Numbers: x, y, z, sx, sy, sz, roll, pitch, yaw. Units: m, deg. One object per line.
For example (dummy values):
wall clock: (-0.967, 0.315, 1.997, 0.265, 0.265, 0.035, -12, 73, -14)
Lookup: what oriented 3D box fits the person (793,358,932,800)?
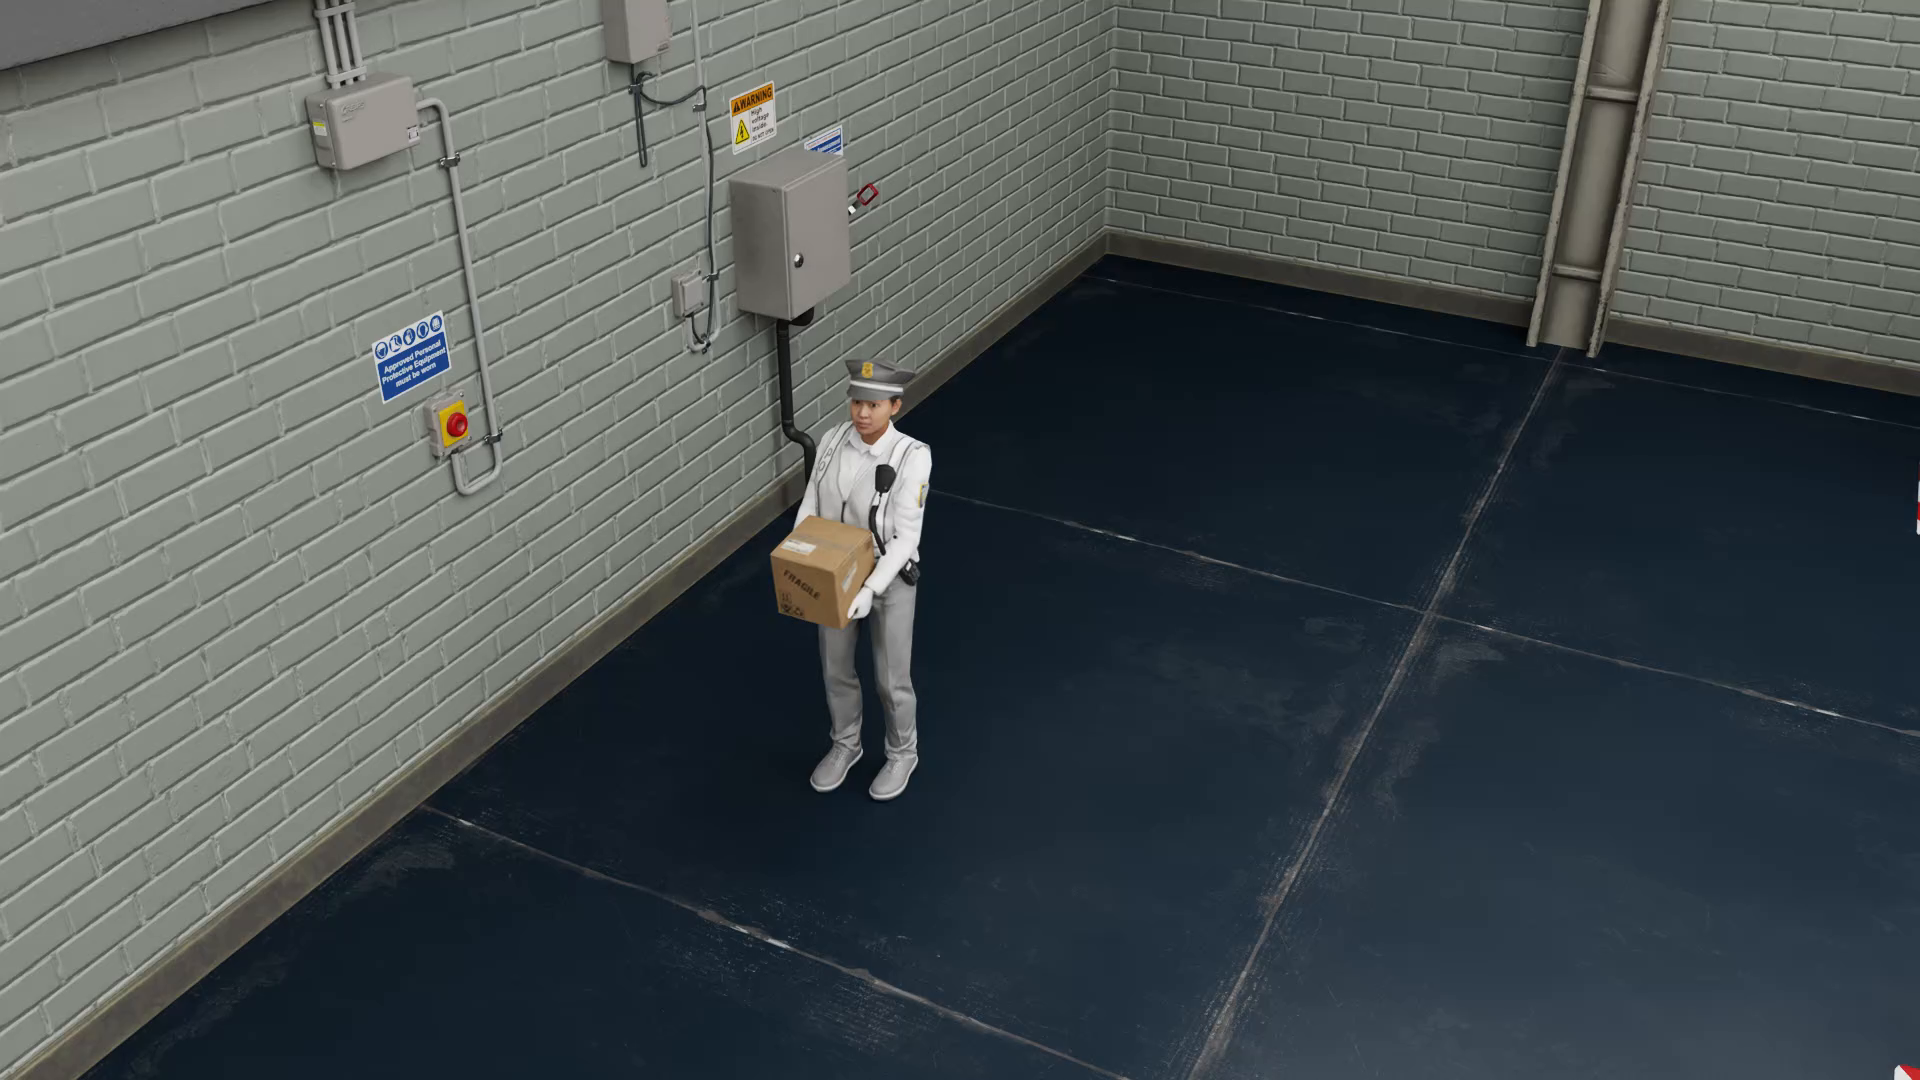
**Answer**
person: (-0.357, 0.163, 5.825, 0.460, 1.686, 0.564, 15, 33, 23)
